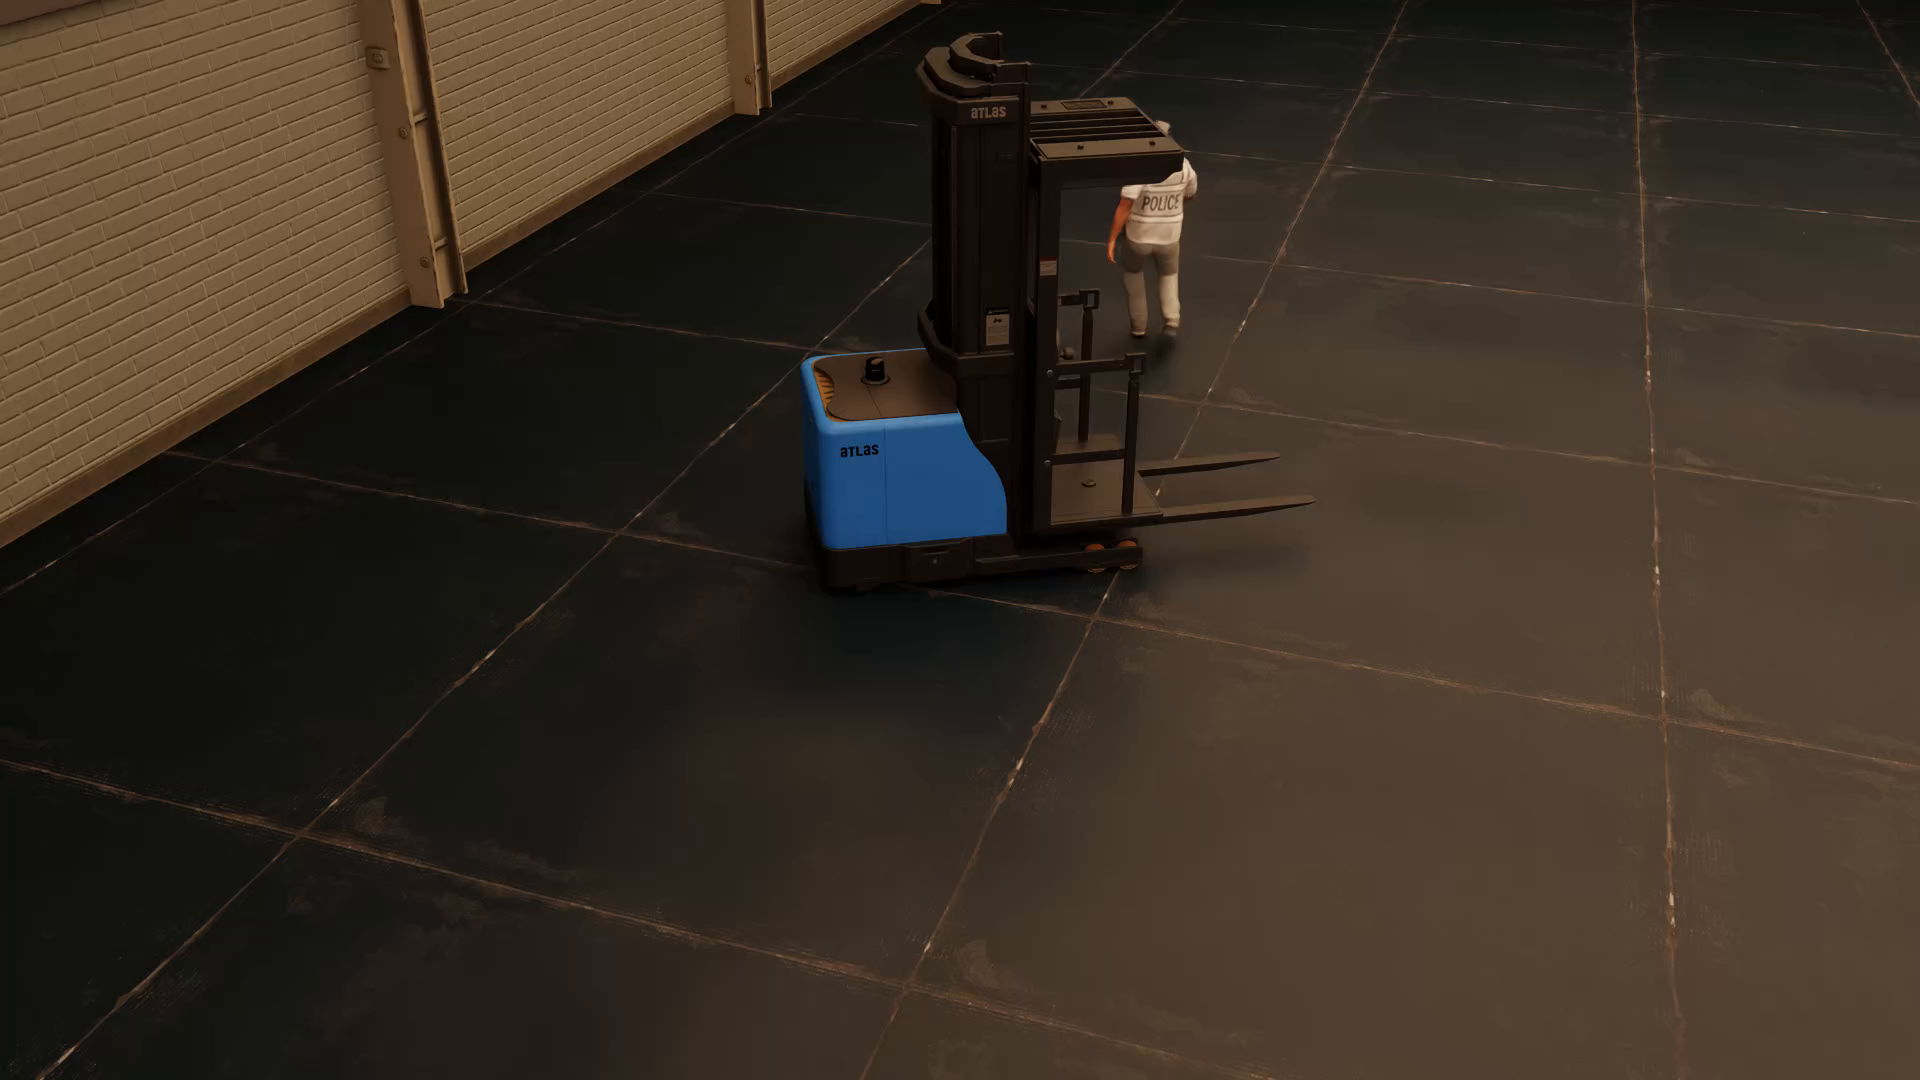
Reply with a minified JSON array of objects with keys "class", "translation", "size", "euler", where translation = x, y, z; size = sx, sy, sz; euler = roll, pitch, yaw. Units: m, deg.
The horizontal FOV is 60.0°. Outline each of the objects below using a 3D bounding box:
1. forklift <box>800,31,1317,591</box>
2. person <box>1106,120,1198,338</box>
[{"class":"forklift","translation":[0.612,-1.333,9.475],"size":[3.031,2.935,1.130],"euler":[-6,30,-10]},{"class":"person","translation":[1.405,-2.297,12.431],"size":[0.699,1.692,0.635],"euler":[-2,30,-3]}]
